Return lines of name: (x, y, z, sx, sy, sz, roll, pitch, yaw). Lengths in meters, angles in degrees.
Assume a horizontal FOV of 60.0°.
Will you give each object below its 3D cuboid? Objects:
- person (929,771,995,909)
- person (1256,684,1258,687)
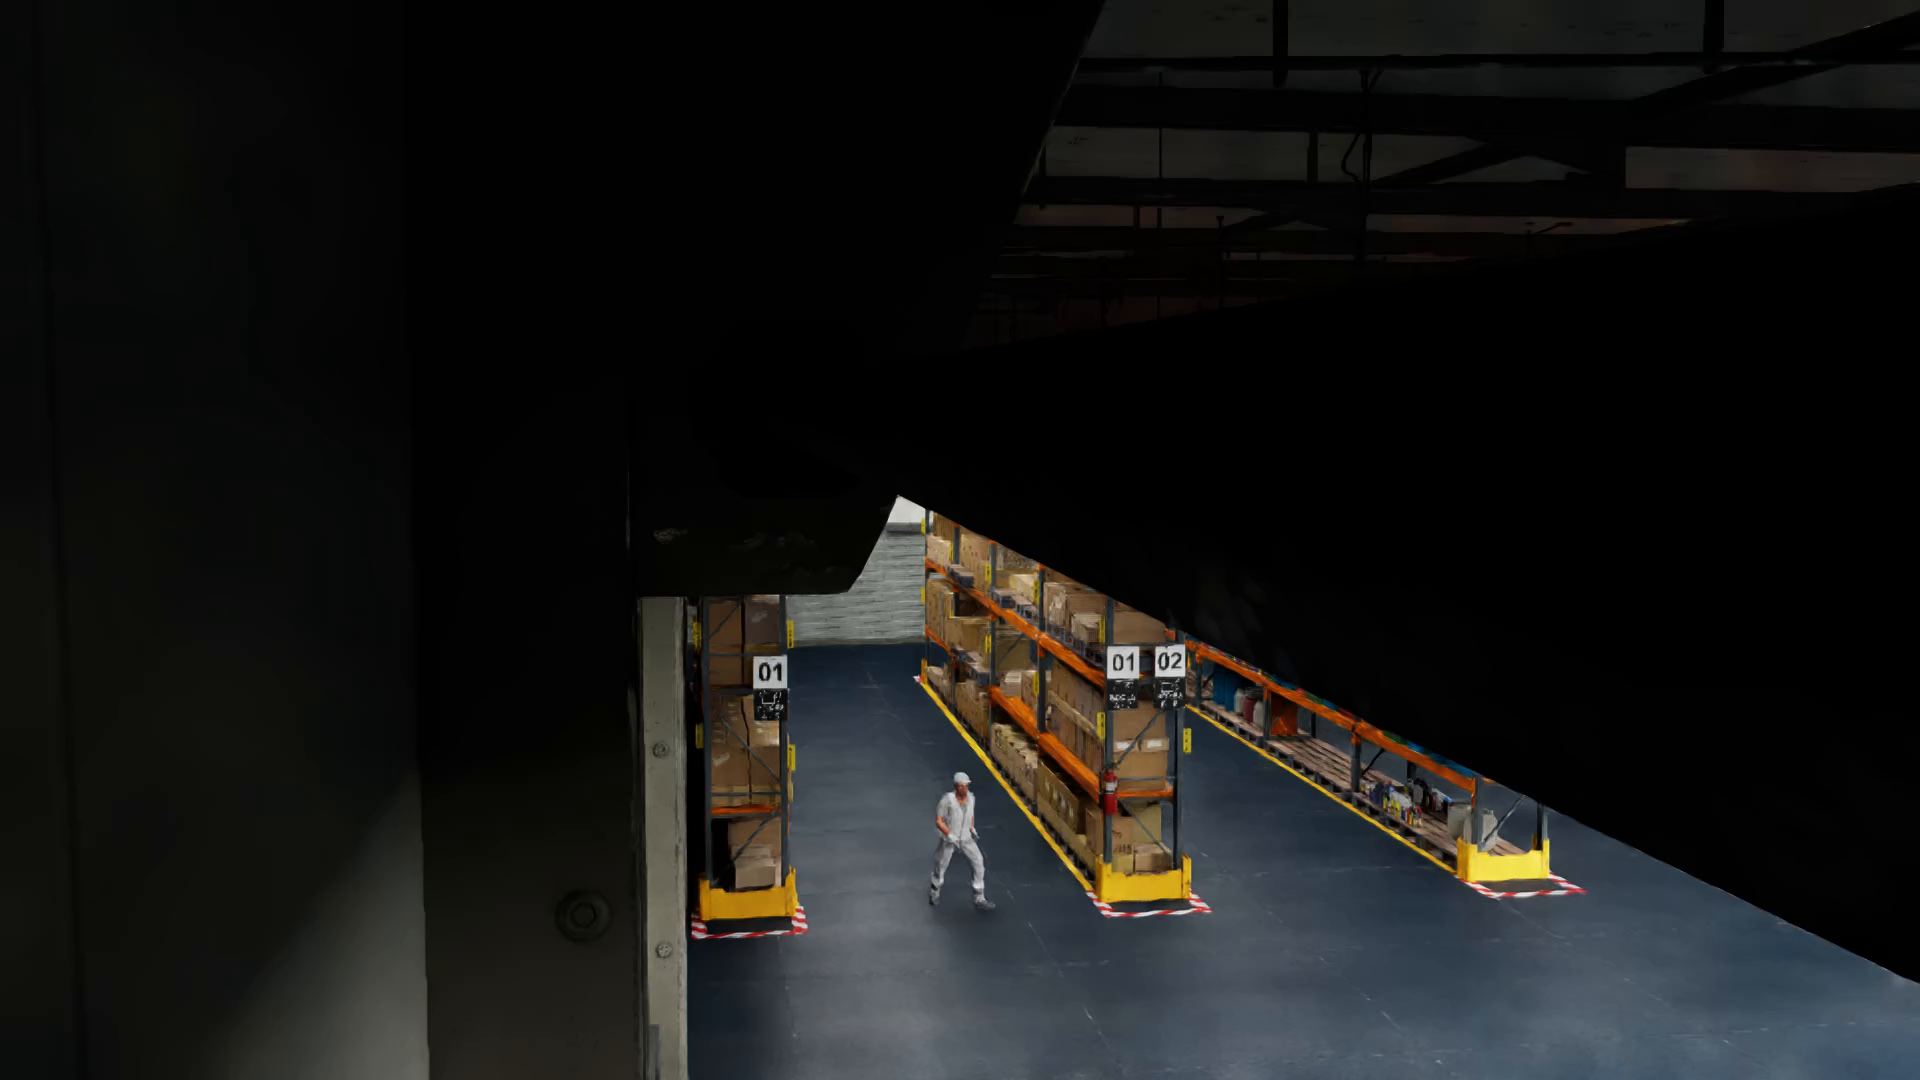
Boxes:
person: (-0.033, 3.663, 20.429, 0.678, 1.715, 0.827, -3, 6, -27)
person: (6.007, 2.358, 35.436, 0.598, 1.690, 1.094, -2, 5, -18)
